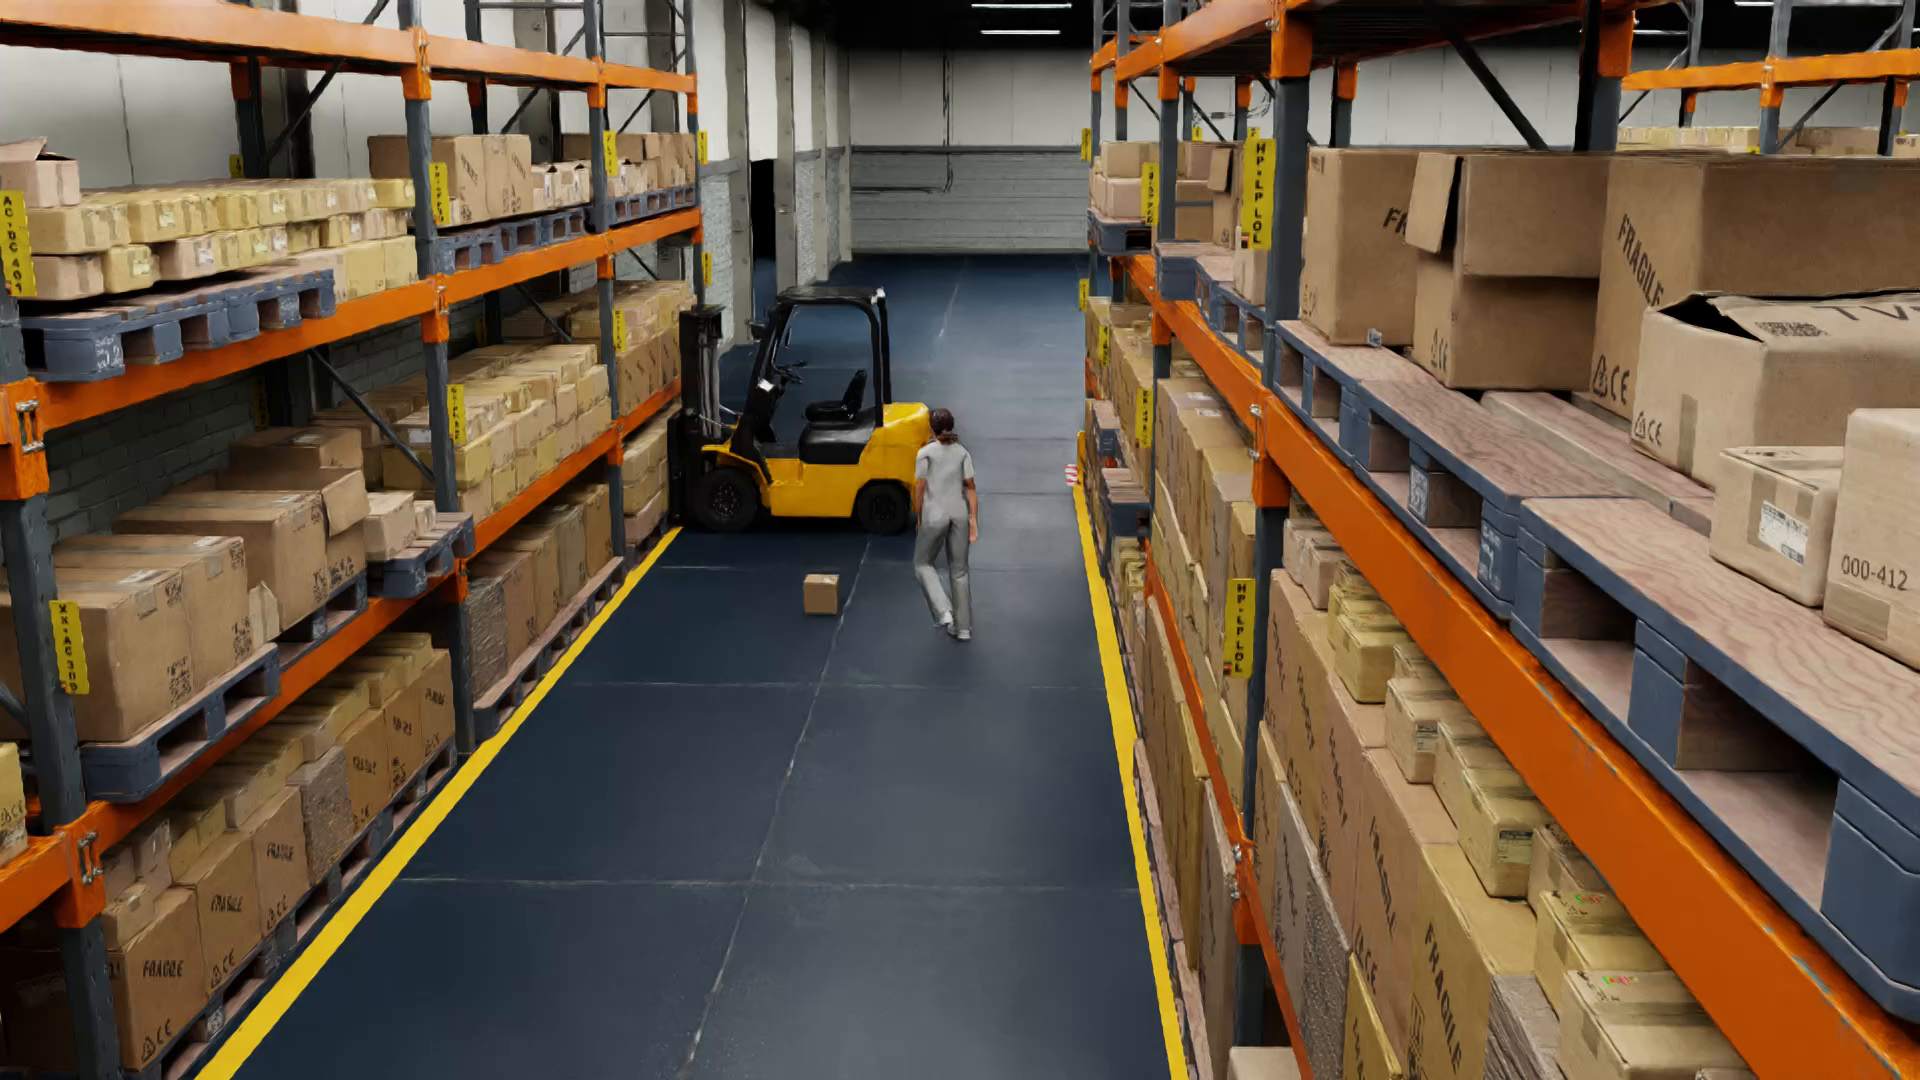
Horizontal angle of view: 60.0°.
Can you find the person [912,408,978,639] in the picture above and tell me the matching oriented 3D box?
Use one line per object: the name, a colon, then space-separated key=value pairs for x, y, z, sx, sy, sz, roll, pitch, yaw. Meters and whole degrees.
person: x=-0.091 y=-0.114 z=11.967 sx=0.457 sy=1.649 sz=0.557 roll=-5 pitch=15 yaw=-21
